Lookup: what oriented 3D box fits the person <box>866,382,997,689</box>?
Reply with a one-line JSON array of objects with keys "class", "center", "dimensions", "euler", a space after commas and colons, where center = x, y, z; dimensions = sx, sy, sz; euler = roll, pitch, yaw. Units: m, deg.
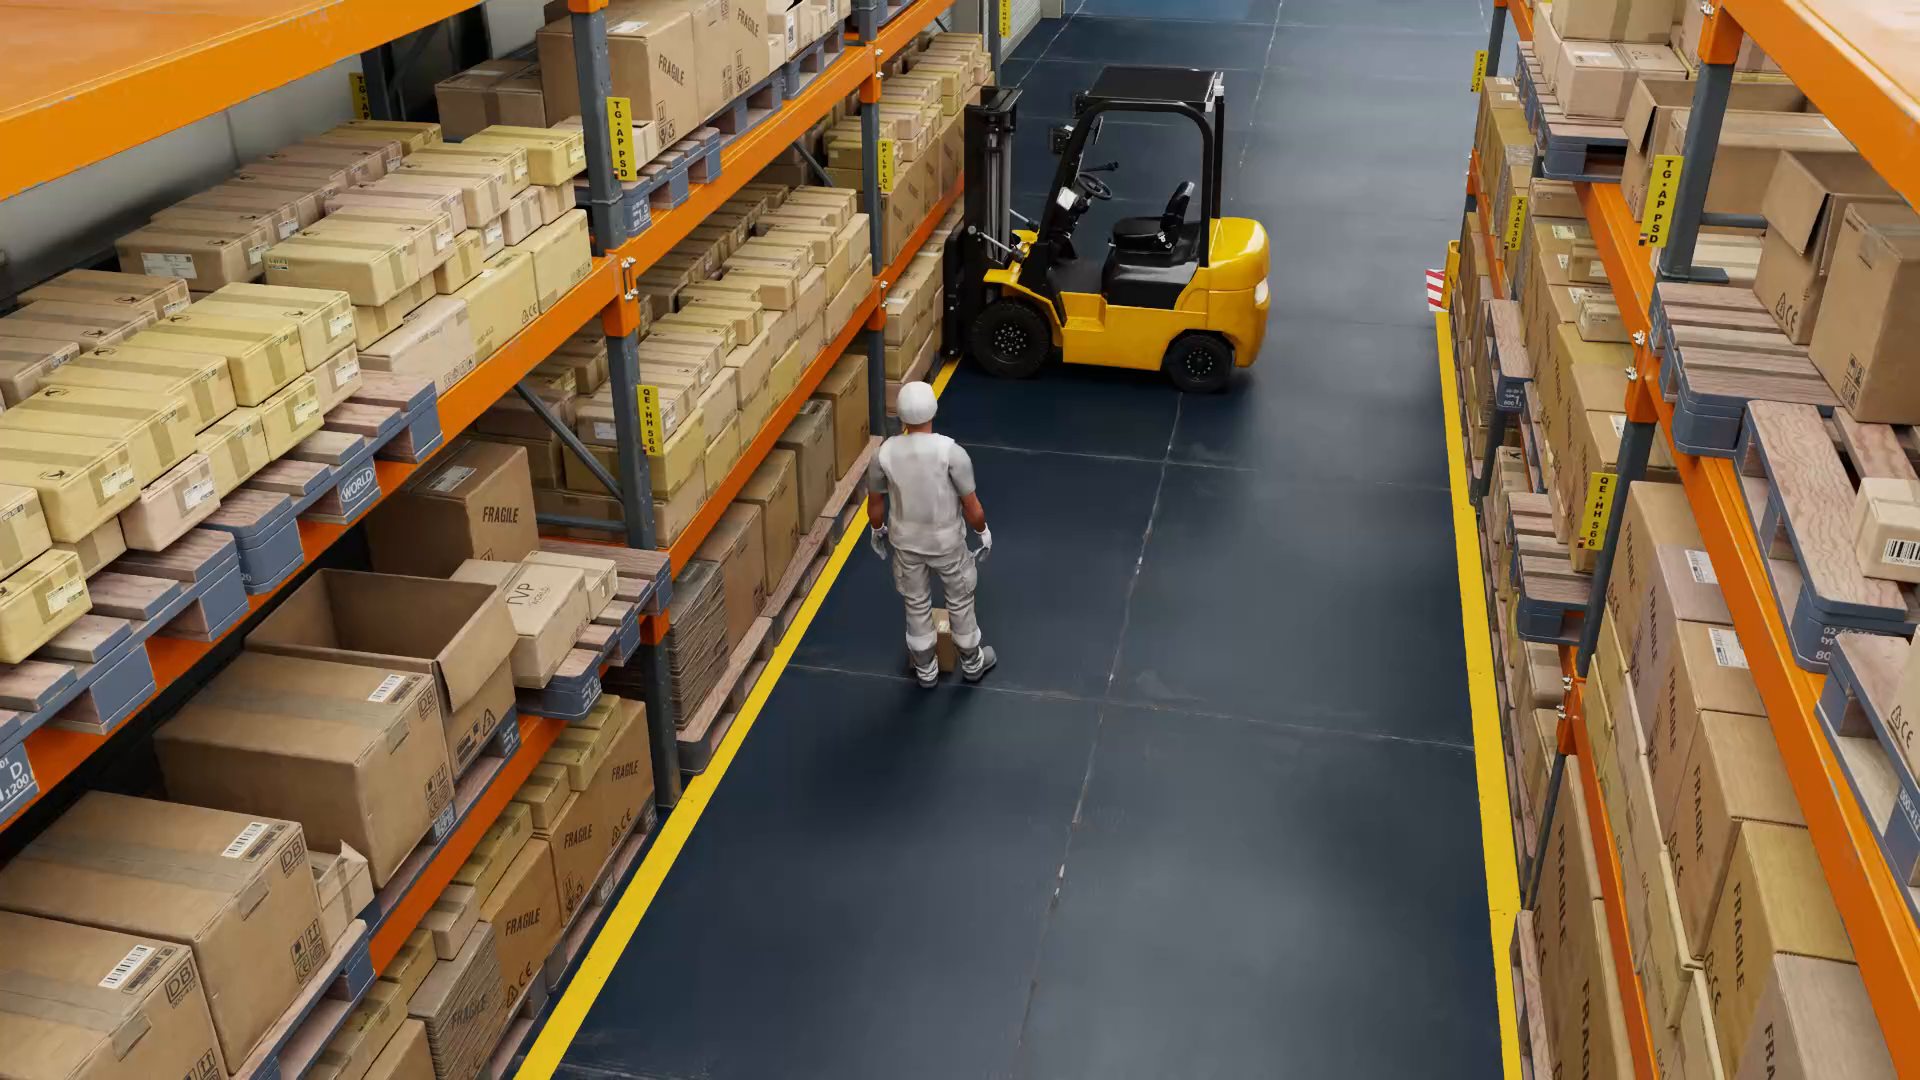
[{"class": "person", "center": [-0.141, -0.040, 8.653], "dimensions": [0.637, 1.787, 0.565], "euler": [6, 29, 11]}]
